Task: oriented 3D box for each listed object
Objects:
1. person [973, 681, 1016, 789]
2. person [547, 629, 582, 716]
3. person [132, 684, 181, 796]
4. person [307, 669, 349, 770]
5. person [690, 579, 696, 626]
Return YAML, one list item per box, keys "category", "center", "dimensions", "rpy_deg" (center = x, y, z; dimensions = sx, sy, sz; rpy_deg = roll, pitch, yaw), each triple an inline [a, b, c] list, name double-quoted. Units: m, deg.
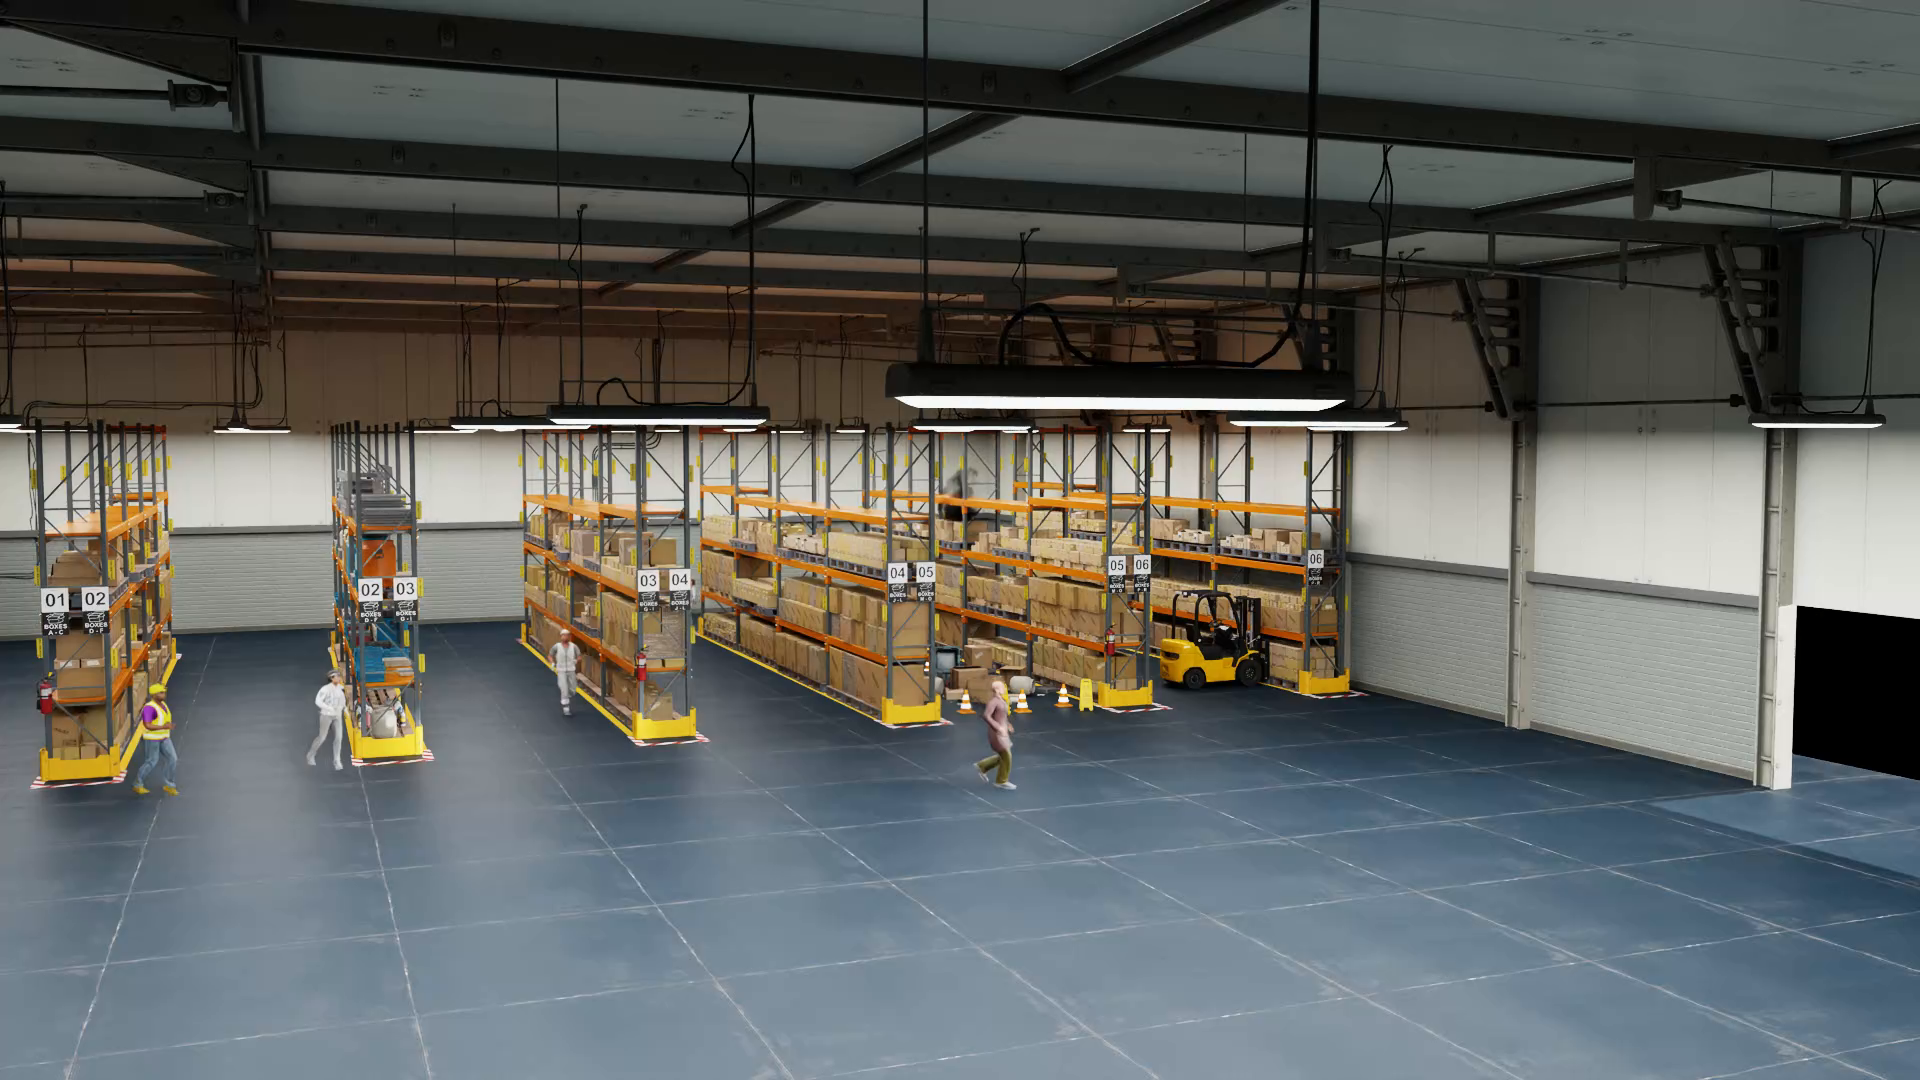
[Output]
- category: "person"
  center: [0.557, 3.166, 27.036]
  dimensions: [0.741, 1.758, 0.727]
  rpy_deg: [1, 4, 11]
- category: "person"
  center: [-8.102, 2.709, 34.150]
  dimensions: [0.669, 1.761, 0.876]
  rpy_deg: [-2, 4, -24]
- category: "person"
  center: [-12.744, 3.198, 26.393]
  dimensions: [0.774, 1.839, 0.717]
  rpy_deg: [0, 4, 7]
- category: "person"
  center: [-10.848, 3.075, 28.793]
  dimensions: [0.828, 1.695, 0.673]
  rpy_deg: [2, 4, 35]
- category: "person"
  center: [-8.078, 1.896, 49.127]
  dimensions: [0.460, 1.518, 0.632]
  rpy_deg: [-2, 4, -28]
